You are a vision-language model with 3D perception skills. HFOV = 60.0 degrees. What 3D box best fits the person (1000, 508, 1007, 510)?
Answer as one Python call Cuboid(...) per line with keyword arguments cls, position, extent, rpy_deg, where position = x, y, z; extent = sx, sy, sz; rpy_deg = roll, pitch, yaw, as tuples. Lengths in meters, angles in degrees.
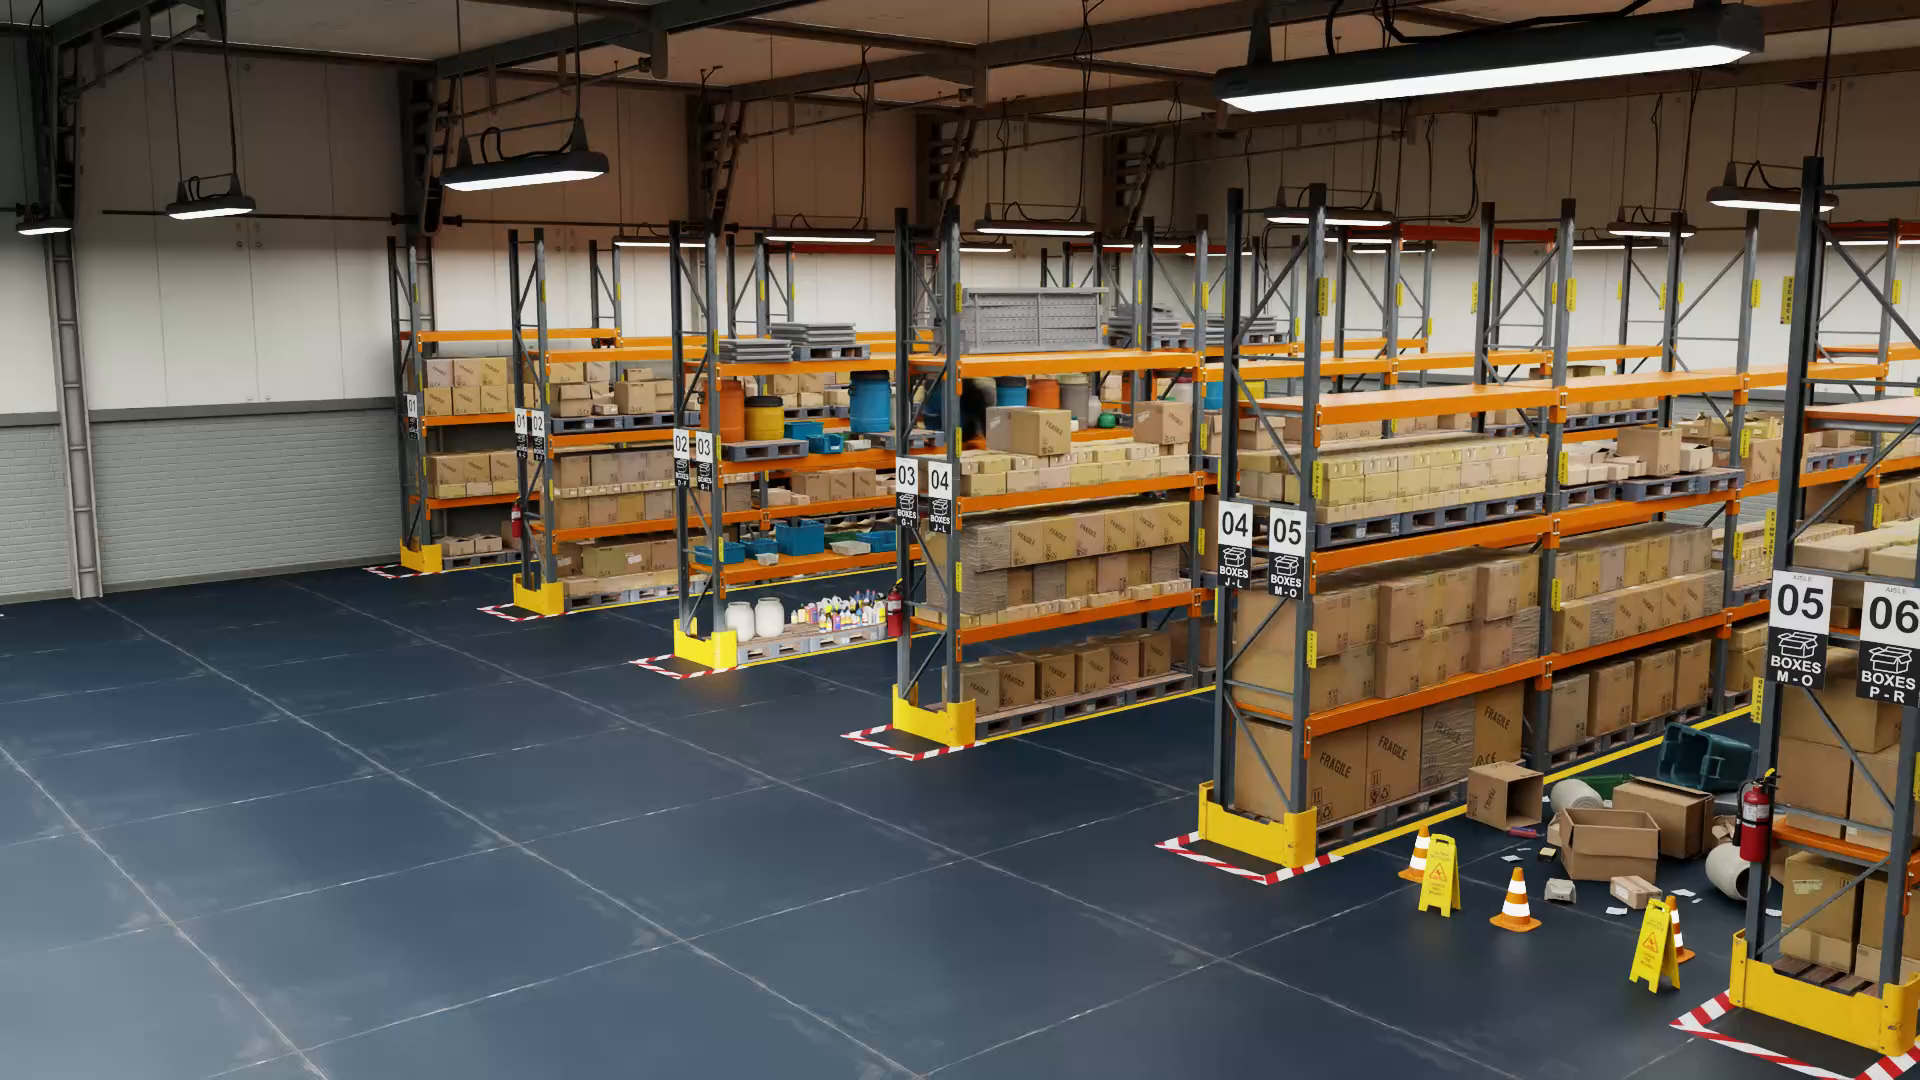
Cuboid(cls="person", position=(0.855, -0.381, 28.851), extent=(0.658, 1.725, 0.545), rpy_deg=(8, 12, 43))
